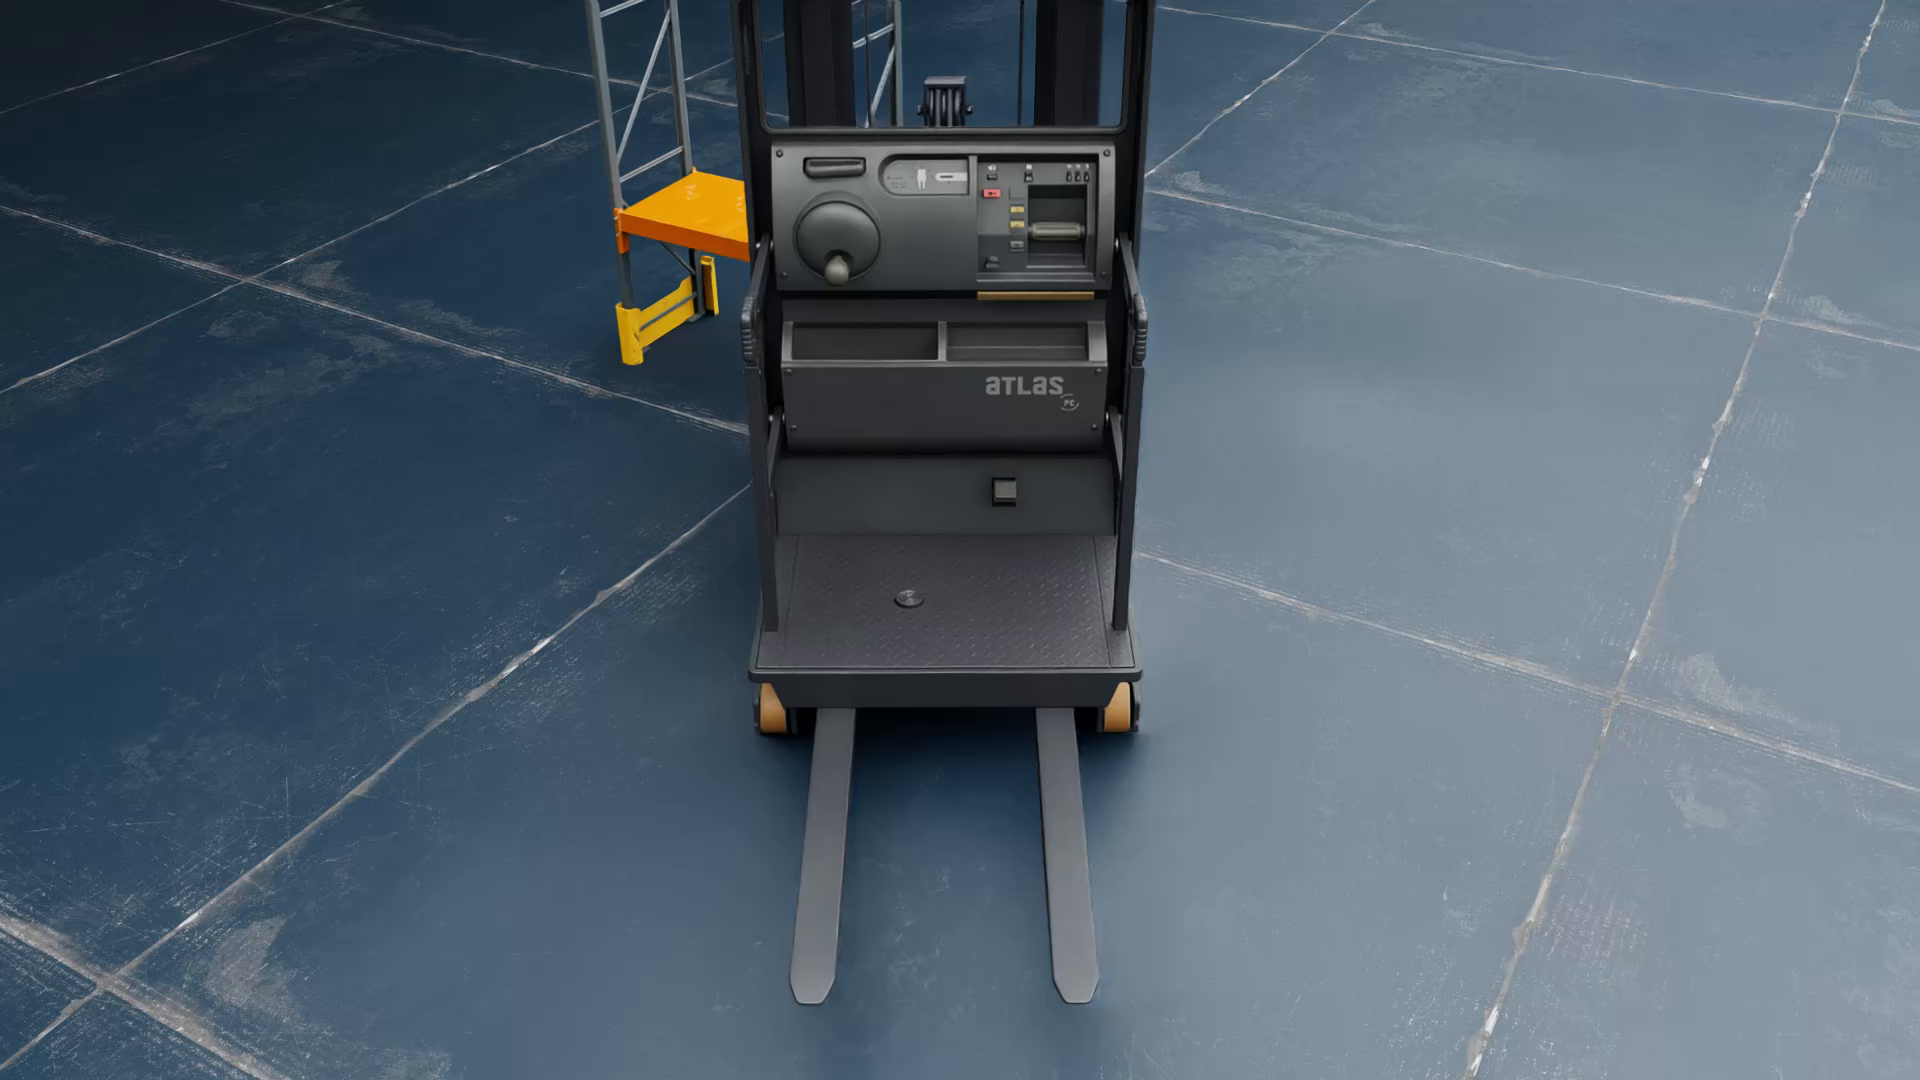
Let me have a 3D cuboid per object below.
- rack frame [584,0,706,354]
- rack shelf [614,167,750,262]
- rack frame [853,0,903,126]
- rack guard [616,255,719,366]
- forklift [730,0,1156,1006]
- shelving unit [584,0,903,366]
[{"bbox_3d":[-1.238,-1.494,6.640,0.032,1.500,0.500,17,37,24],"label":"rack frame"},{"bbox_3d":[-0.793,-1.208,6.536,1.000,0.185,0.538,17,37,24],"label":"rack shelf"},{"bbox_3d":[-0.347,-1.222,6.233,0.032,1.500,0.500,17,37,24],"label":"rack frame"},{"bbox_3d":[-1.221,-0.969,6.979,0.087,0.250,0.587,17,37,24],"label":"rack guard"},{"bbox_3d":[-0.042,-0.823,4.342,1.130,2.935,3.031,0,34,0],"label":"forklift"},{"bbox_3d":[-0.785,-1.356,6.433,1.083,1.500,0.587,17,37,24],"label":"shelving unit"}]
